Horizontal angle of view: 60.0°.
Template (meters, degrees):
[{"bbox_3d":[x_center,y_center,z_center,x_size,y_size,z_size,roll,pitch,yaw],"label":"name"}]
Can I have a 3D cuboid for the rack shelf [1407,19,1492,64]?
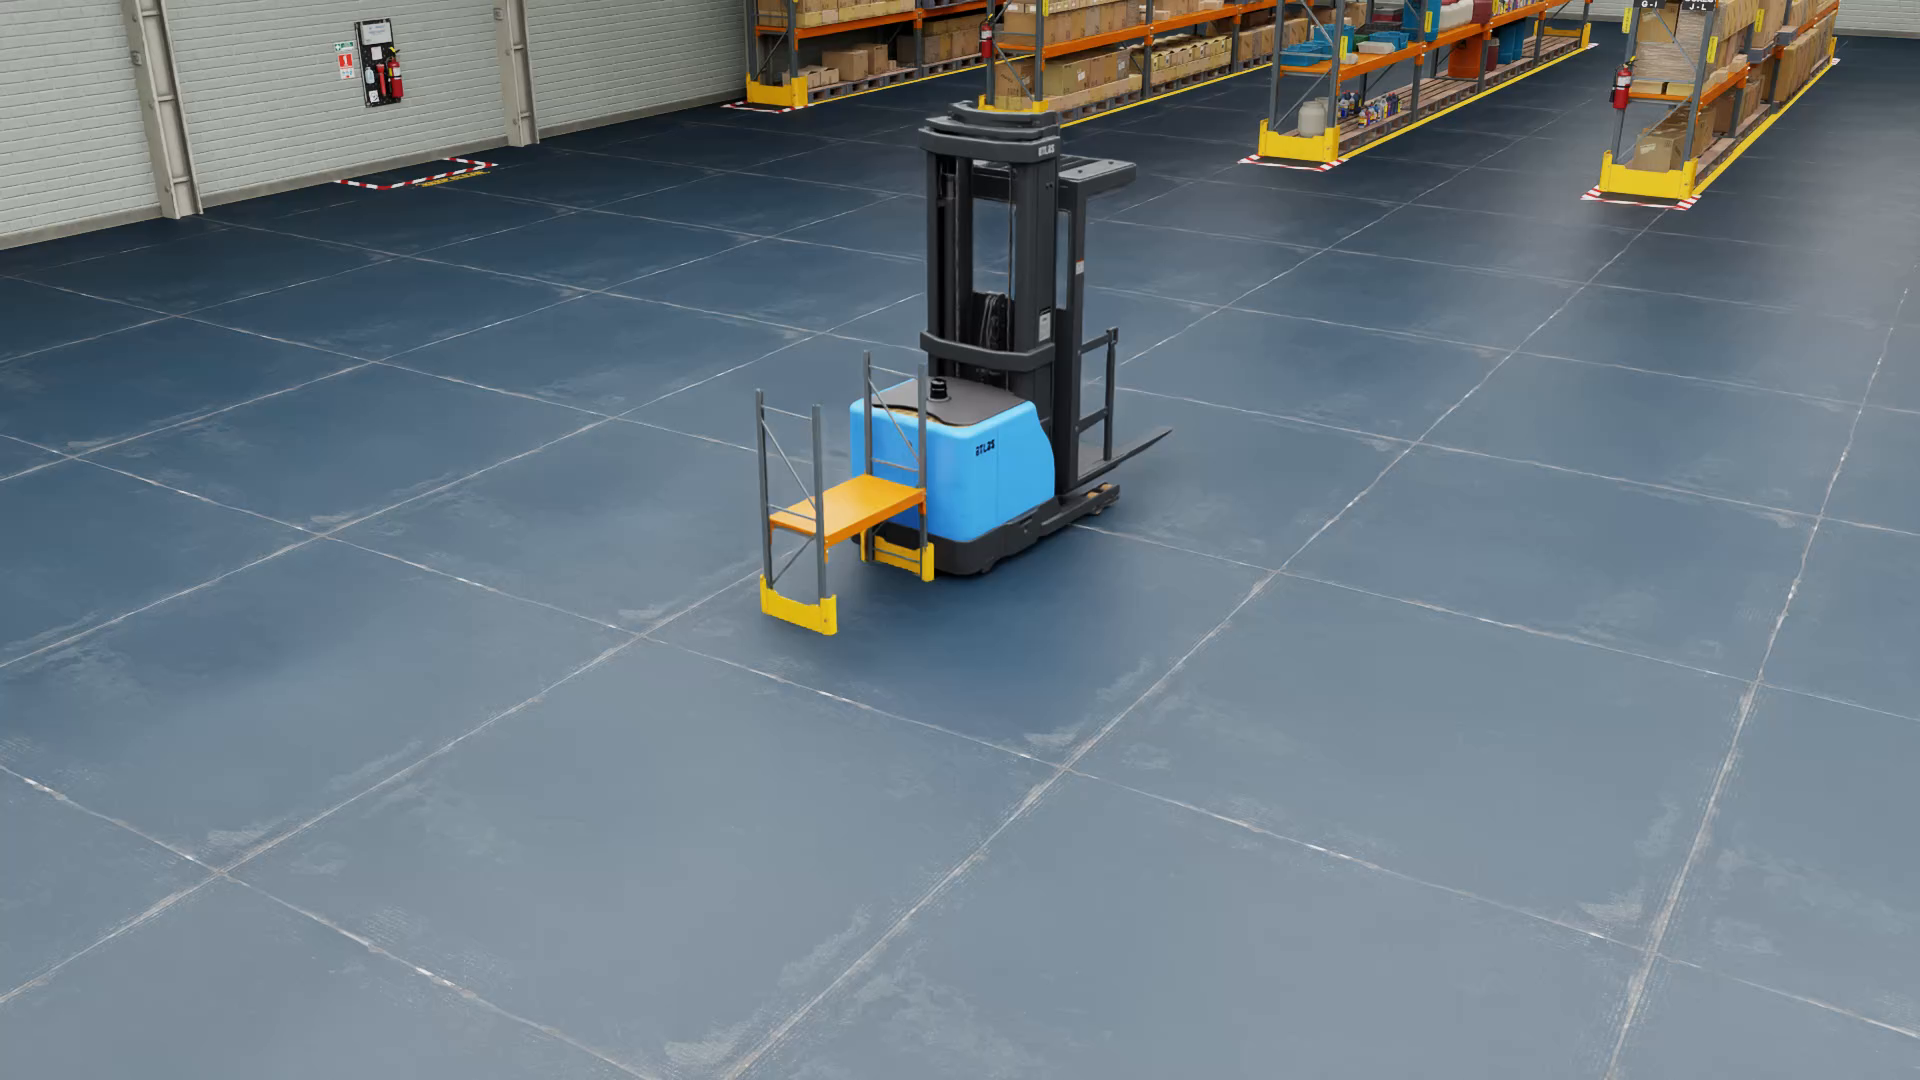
[{"bbox_3d":[8.259,-8.818,29.249,1.077,0.370,4.000,14,27,29],"label":"rack shelf"}]

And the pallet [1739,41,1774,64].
[{"bbox_3d":[11.939,-7.575,25.713,1.003,0.211,1.213,14,27,29],"label":"pallet"}]

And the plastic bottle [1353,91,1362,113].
[{"bbox_3d":[6.548,-7.244,27.488,0.144,0.351,0.185,14,27,29],"label":"plastic bottle"}]

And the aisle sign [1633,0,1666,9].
[{"bbox_3d":[9.015,-7.320,21.612,0.394,0.787,0.004,14,27,29],"label":"aisle sign"}]

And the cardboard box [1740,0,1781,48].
[{"bbox_3d":[11.950,-8.142,25.499,1.000,1.000,1.000,14,27,29],"label":"cardboard box"}]

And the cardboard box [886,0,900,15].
[{"bbox_3d":[-1.475,-10.100,31.468,0.500,0.250,0.500,14,27,29],"label":"cardboard box"}]

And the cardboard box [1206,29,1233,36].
[{"bbox_3d":[5.402,-10.282,34.319,0.500,0.500,0.500,15,28,31],"label":"cardboard box"}]

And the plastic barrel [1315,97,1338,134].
[{"bbox_3d":[5.641,-6.582,25.780,0.421,0.512,0.421,0,23,0],"label":"plastic barrel"}]

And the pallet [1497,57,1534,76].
[{"bbox_3d":[10.982,-9.642,33.757,1.003,0.211,1.213,14,27,29],"label":"pallet"}]

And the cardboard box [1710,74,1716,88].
[{"bbox_3d":[10.200,-6.349,22.958,0.380,0.149,0.250,14,27,29],"label":"cardboard box"}]

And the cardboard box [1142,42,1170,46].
[{"bbox_3d":[3.771,-9.411,31.941,0.500,0.311,0.500,13,27,28],"label":"cardboard box"}]

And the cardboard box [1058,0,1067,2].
[{"bbox_3d":[1.446,-9.155,27.364,0.700,0.500,0.500,13,27,28],"label":"cardboard box"}]

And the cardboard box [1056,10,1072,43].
[{"bbox_3d":[1.418,-8.542,27.579,0.700,0.500,0.500,15,27,30],"label":"cardboard box"}]

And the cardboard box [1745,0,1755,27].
[{"bbox_3d":[11.146,-7.698,23.998,0.500,0.500,0.500,14,27,29],"label":"cardboard box"}]

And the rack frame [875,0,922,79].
[{"bbox_3d":[-1.212,-10.549,32.343,1.000,3.000,0.127,14,27,29],"label":"rack frame"}]

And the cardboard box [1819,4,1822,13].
[{"bbox_3d":[16.209,-10.139,31.711,0.380,0.149,0.250,13,27,27],"label":"cardboard box"}]

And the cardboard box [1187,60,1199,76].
[{"bbox_3d":[4.232,-9.047,31.805,0.500,0.250,0.500,14,27,30],"label":"cardboard box"}]

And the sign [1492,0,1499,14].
[{"bbox_3d":[9.785,-9.785,30.373,0.100,0.325,0.005,14,27,29],"label":"sign"}]

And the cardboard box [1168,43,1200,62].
[{"bbox_3d":[4.238,-9.307,31.700,0.500,0.311,0.500,15,27,30],"label":"cardboard box"}]

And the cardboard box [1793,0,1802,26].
[{"bbox_3d":[14.280,-9.113,28.899,0.500,0.500,0.500,13,27,28],"label":"cardboard box"}]

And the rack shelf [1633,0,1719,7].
[{"bbox_3d":[10.357,-7.807,23.137,1.077,0.370,4.000,14,27,29],"label":"rack shelf"}]

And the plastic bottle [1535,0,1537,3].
[{"bbox_3d":[11.491,-10.916,33.345,0.152,0.276,0.135,14,27,29],"label":"plastic bottle"}]

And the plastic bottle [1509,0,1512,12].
[{"bbox_3d":[10.511,-10.266,31.850,0.097,0.271,0.097,0,23,0],"label":"plastic bottle"}]

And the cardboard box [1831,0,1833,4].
[{"bbox_3d":[17.160,-10.748,33.119,0.380,0.149,0.250,14,27,29],"label":"cardboard box"}]

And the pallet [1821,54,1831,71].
[{"bbox_3d":[17.387,-9.919,34.398,1.003,0.211,1.213,14,27,29],"label":"pallet"}]

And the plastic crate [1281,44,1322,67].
[{"bbox_3d":[5.104,-7.287,24.993,0.499,0.251,0.616,14,27,29],"label":"plastic crate"}]

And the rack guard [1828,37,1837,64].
[{"bbox_3d":[17.755,-10.346,35.021,1.175,0.500,0.348,14,27,29],"label":"rack guard"}]

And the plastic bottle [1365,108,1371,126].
[{"bbox_3d":[6.450,-6.698,26.311,0.061,0.283,0.133,14,27,30],"label":"plastic bottle"}]

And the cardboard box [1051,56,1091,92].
[{"bbox_3d":[1.875,-7.913,28.240,0.500,0.500,0.500,14,27,29],"label":"cardboard box"}]

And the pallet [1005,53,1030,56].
[{"bbox_3d":[1.377,-10.870,36.594,1.003,0.211,1.213,14,27,29],"label":"pallet"}]

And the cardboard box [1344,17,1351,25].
[{"bbox_3d":[8.724,-11.953,38.493,0.500,0.250,0.500,14,27,29],"label":"cardboard box"}]

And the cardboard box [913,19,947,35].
[{"bbox_3d":[-0.609,-10.350,33.530,0.500,0.250,0.500,13,27,28],"label":"cardboard box"}]

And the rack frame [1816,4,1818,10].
[{"bbox_3d":[15.632,-10.135,31.387,1.000,3.000,0.127,14,27,29],"label":"rack frame"}]

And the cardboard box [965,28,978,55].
[{"bbox_3d":[-0.046,-10.377,34.538,0.700,0.500,0.500,14,27,29],"label":"cardboard box"}]

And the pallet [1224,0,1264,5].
[{"bbox_3d":[5.406,-11.018,33.667,1.213,0.211,1.003,14,27,29],"label":"pallet"}]

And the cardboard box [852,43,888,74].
[{"bbox_3d":[-1.726,-9.245,31.924,0.500,0.500,0.500,12,26,25],"label":"cardboard box"}]

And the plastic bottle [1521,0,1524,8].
[{"bbox_3d":[10.961,-10.577,32.562,0.152,0.276,0.135,14,27,29],"label":"plastic bottle"}]

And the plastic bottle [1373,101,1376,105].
[{"bbox_3d":[6.737,-6.990,26.986,0.061,0.283,0.133,14,27,29],"label":"plastic bottle"}]

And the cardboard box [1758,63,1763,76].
[{"bbox_3d":[13.194,-7.952,27.992,0.500,0.250,0.500,15,28,31],"label":"cardboard box"}]

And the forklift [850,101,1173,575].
[{"bbox_3d":[0.526,-1.634,11.835,1.130,2.935,3.031,17,28,33],"label":"forklift"}]

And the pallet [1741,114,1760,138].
[{"bbox_3d":[12.464,-6.832,27.266,1.003,0.211,1.213,14,27,29],"label":"pallet"}]

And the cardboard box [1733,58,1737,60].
[{"bbox_3d":[11.226,-7.032,24.534,0.380,0.149,0.250,14,27,29],"label":"cardboard box"}]

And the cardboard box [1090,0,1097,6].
[{"bbox_3d":[2.090,-9.112,28.080,0.380,0.149,0.250,14,27,29],"label":"cardboard box"}]

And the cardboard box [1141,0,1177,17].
[{"bbox_3d":[3.695,-9.992,30.930,0.500,0.500,0.500,16,28,33],"label":"cardboard box"}]

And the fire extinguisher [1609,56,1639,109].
[{"bbox_3d":[8.850,-6.108,22.180,0.296,0.674,0.183,14,27,29],"label":"fire extinguisher"}]

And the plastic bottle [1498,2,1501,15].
[{"bbox_3d":[10.061,-10.001,31.232,0.152,0.276,0.135,14,27,29],"label":"plastic bottle"}]

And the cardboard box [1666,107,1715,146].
[{"bbox_3d":[10.871,-6.159,24.820,0.500,0.500,0.500,-18,29,-36],"label":"cardboard box"}]

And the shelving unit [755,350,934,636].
[{"bbox_3d":[-0.724,-0.328,10.620,0.587,1.500,1.083,17,28,33],"label":"shelving unit"}]

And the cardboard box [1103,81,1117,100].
[{"bbox_3d":[2.416,-7.903,29.162,0.500,0.250,0.500,14,27,29],"label":"cardboard box"}]

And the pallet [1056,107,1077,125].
[{"bbox_3d":[1.256,-7.150,28.000,1.003,0.211,1.213,14,27,29],"label":"pallet"}]

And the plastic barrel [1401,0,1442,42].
[{"bbox_3d":[7.665,-8.770,27.602,0.600,0.901,0.708,14,27,29],"label":"plastic barrel"}]

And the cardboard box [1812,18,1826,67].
[{"bbox_3d":[16.523,-9.863,32.903,0.875,0.875,0.875,14,27,29],"label":"cardboard box"}]

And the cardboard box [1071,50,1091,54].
[{"bbox_3d":[1.960,-8.359,29.272,0.500,0.500,0.500,14,27,29],"label":"cardboard box"}]

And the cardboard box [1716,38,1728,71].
[{"bbox_3d":[10.351,-6.967,23.569,0.875,0.500,0.500,14,27,29],"label":"cardboard box"}]

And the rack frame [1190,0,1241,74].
[{"bbox_3d":[5.108,-10.863,33.067,1.000,3.000,0.127,14,27,29],"label":"rack frame"}]

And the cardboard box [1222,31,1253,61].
[{"bbox_3d":[5.591,-10.011,33.692,0.500,0.500,0.500,15,28,31],"label":"cardboard box"}]

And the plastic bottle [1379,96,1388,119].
[{"bbox_3d":[6.838,-7.008,26.943,0.144,0.351,0.185,14,27,29],"label":"plastic bottle"}]
